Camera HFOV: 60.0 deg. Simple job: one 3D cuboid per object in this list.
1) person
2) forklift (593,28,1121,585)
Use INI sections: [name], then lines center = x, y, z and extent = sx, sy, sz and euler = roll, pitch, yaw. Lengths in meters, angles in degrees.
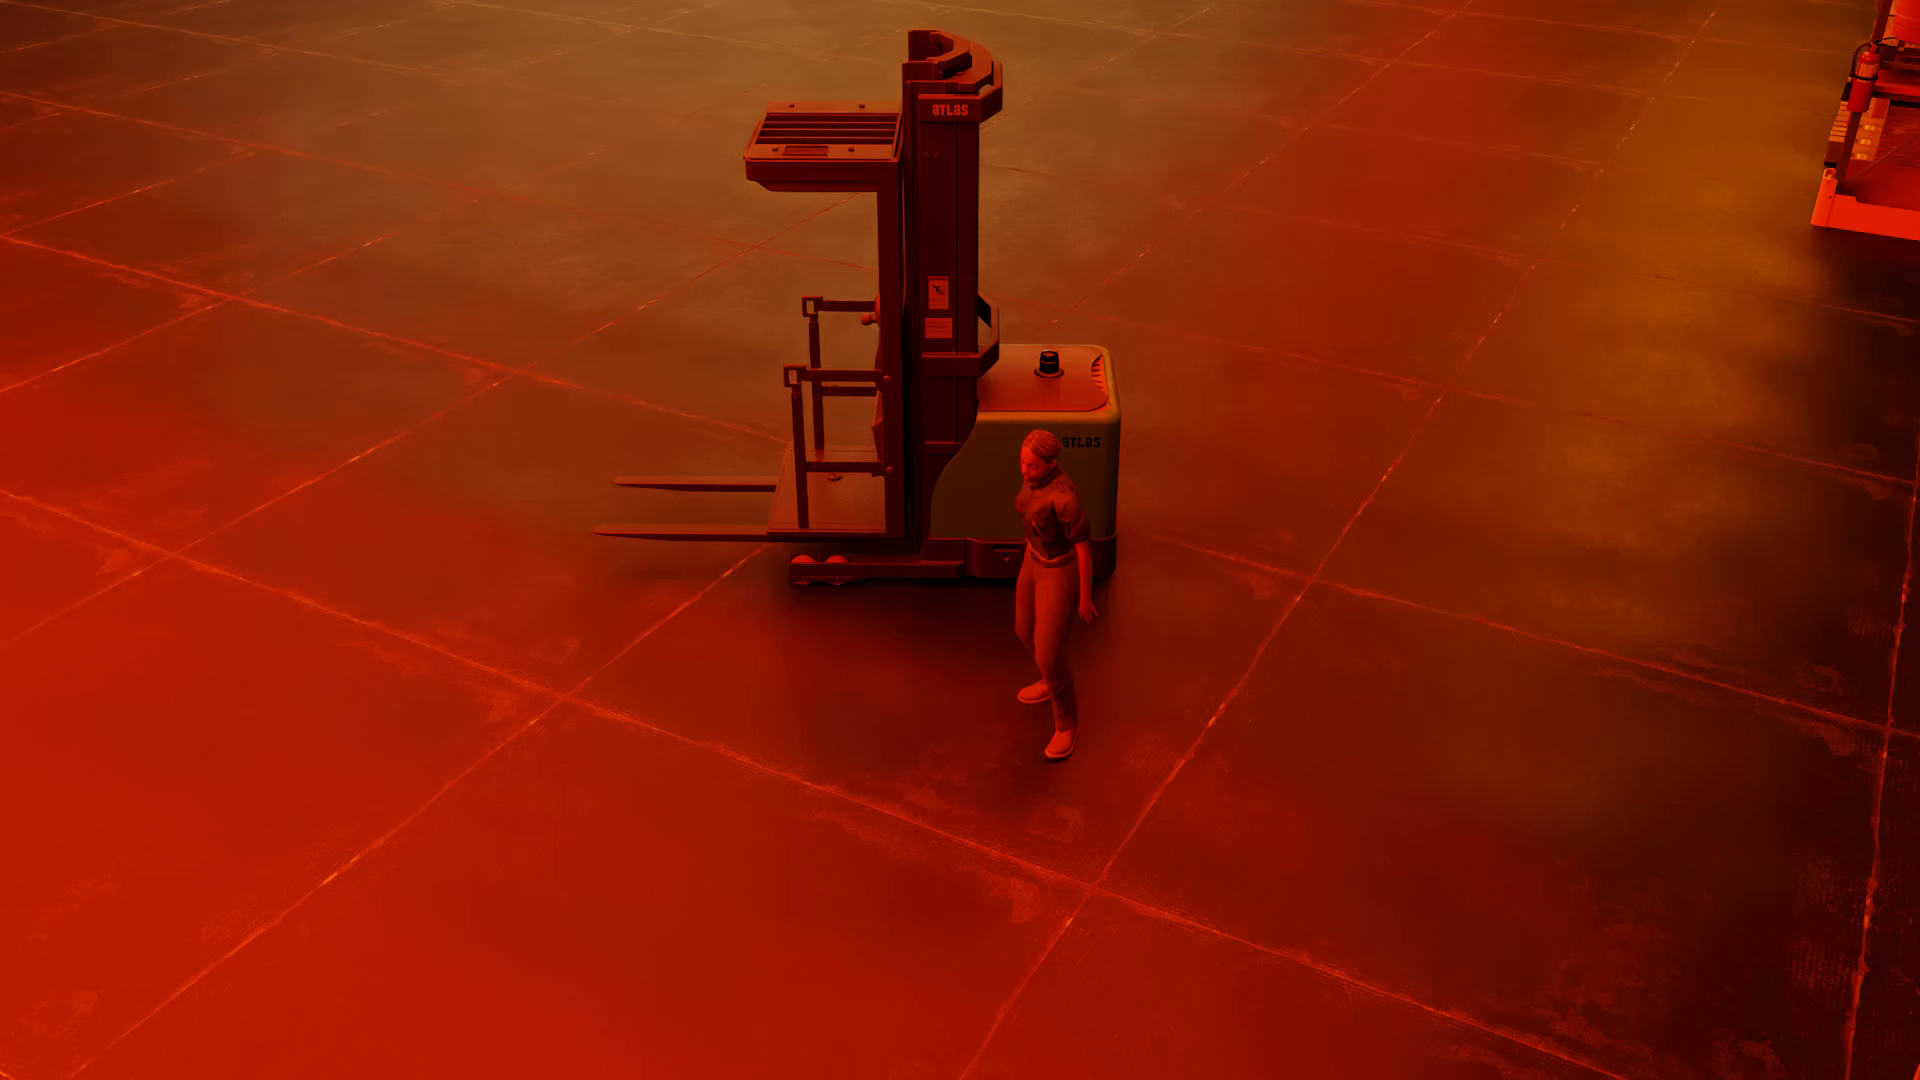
[person]
center = 0.452, 0.182, 8.082
extent = 0.385, 1.628, 0.792
euler = -11, 32, -19
[forklift]
center = -0.610, -1.275, 9.279
extent = 3.031, 2.935, 1.130
euler = 0, 30, 1
